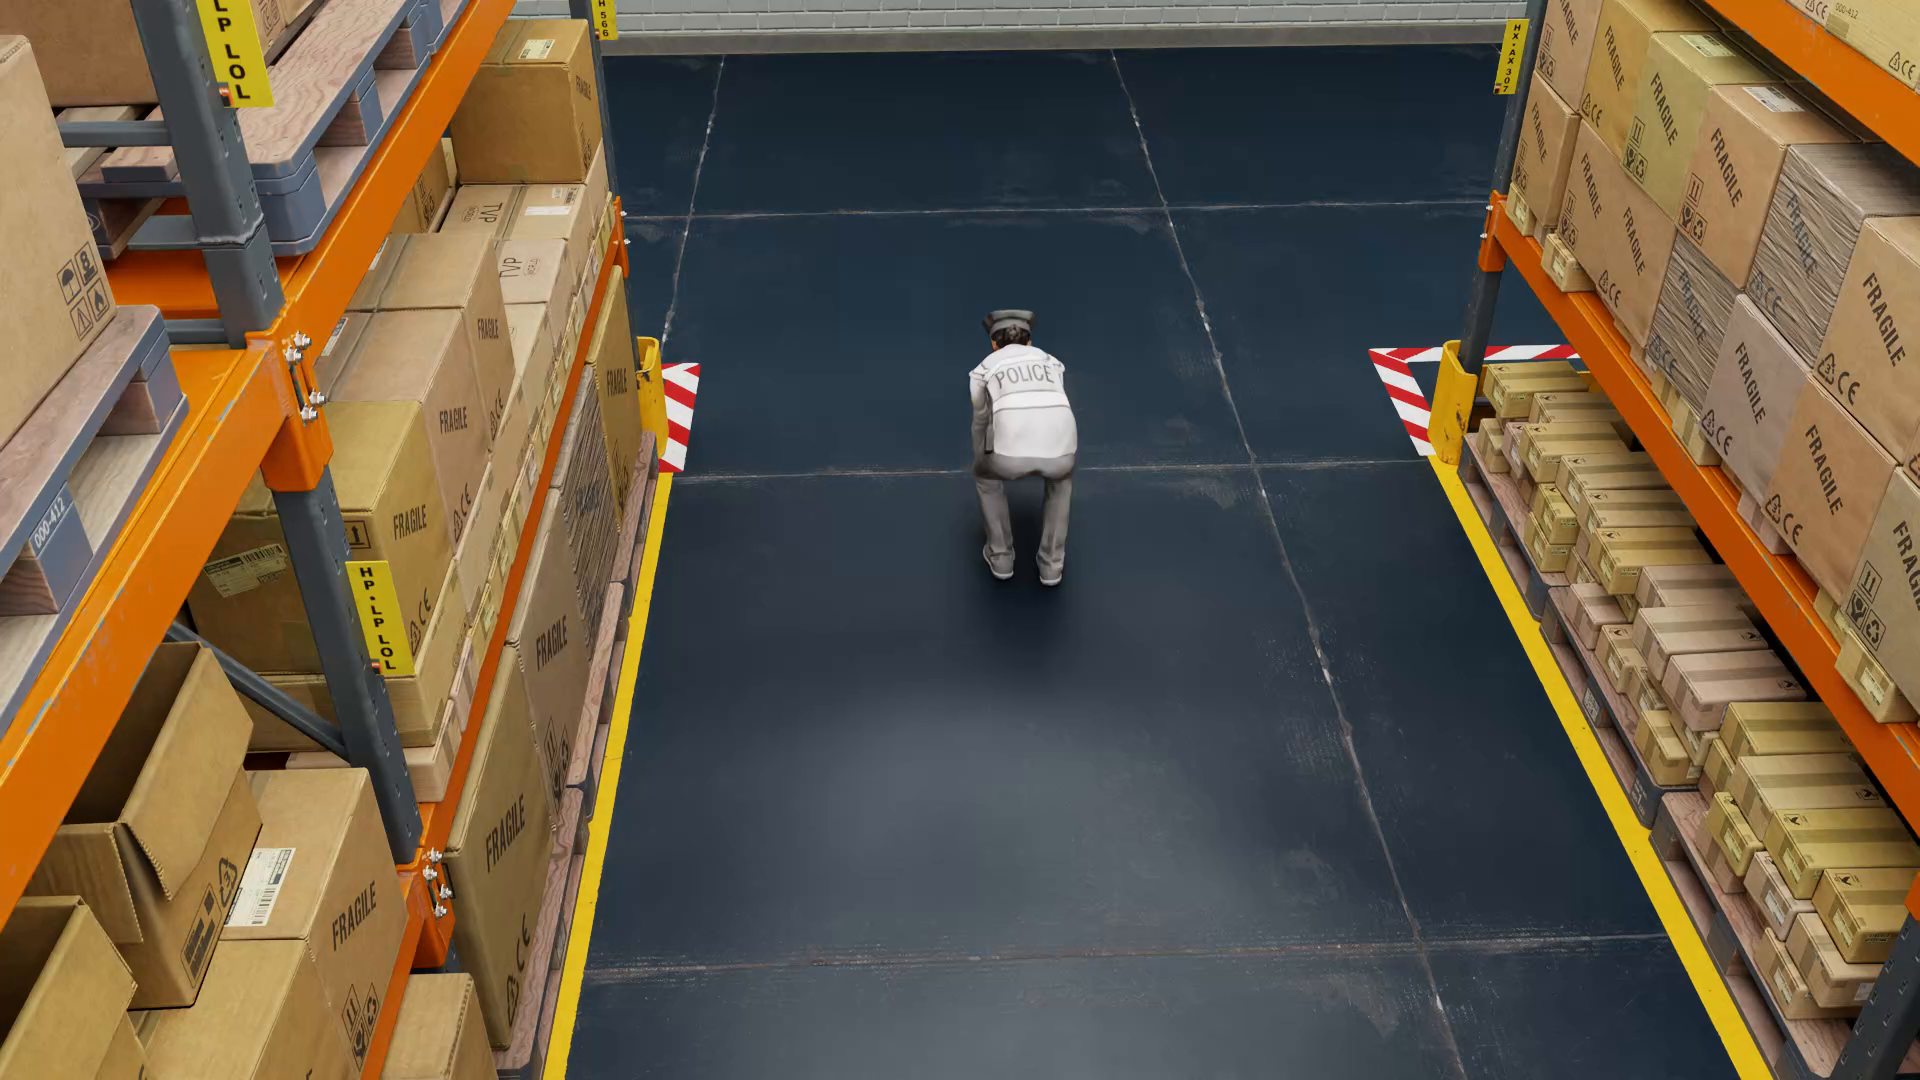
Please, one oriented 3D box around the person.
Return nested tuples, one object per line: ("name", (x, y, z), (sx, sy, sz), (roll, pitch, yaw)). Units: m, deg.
("person", (0.268, -0.395, 7.236), (0.443, 1.047, 0.921), (-3, 36, -4))
